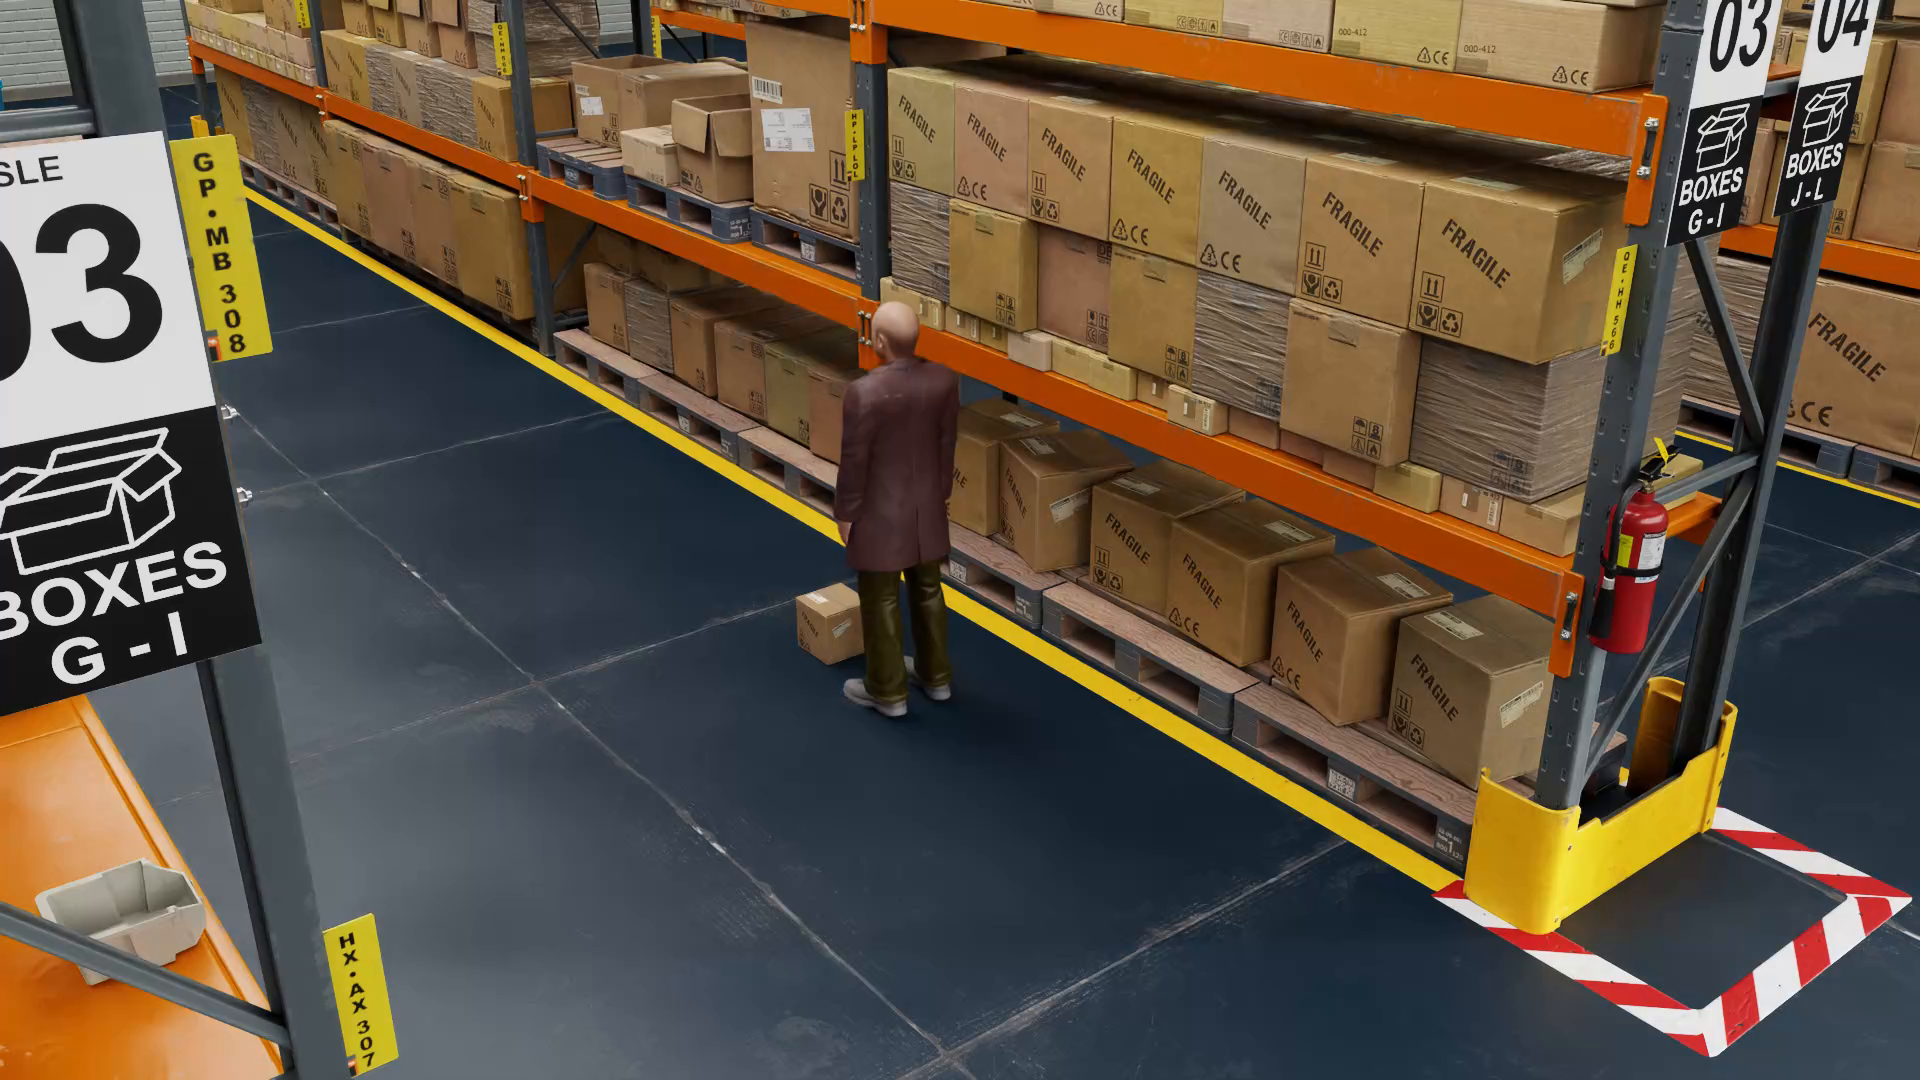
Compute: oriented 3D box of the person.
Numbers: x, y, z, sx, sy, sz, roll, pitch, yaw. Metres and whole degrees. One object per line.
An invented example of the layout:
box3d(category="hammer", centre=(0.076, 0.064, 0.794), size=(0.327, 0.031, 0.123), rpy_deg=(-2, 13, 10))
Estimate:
box3d(category="person", centre=(-0.277, -0.130, 6.915), size=(0.562, 1.786, 0.388), rpy_deg=(-16, 29, -32))
